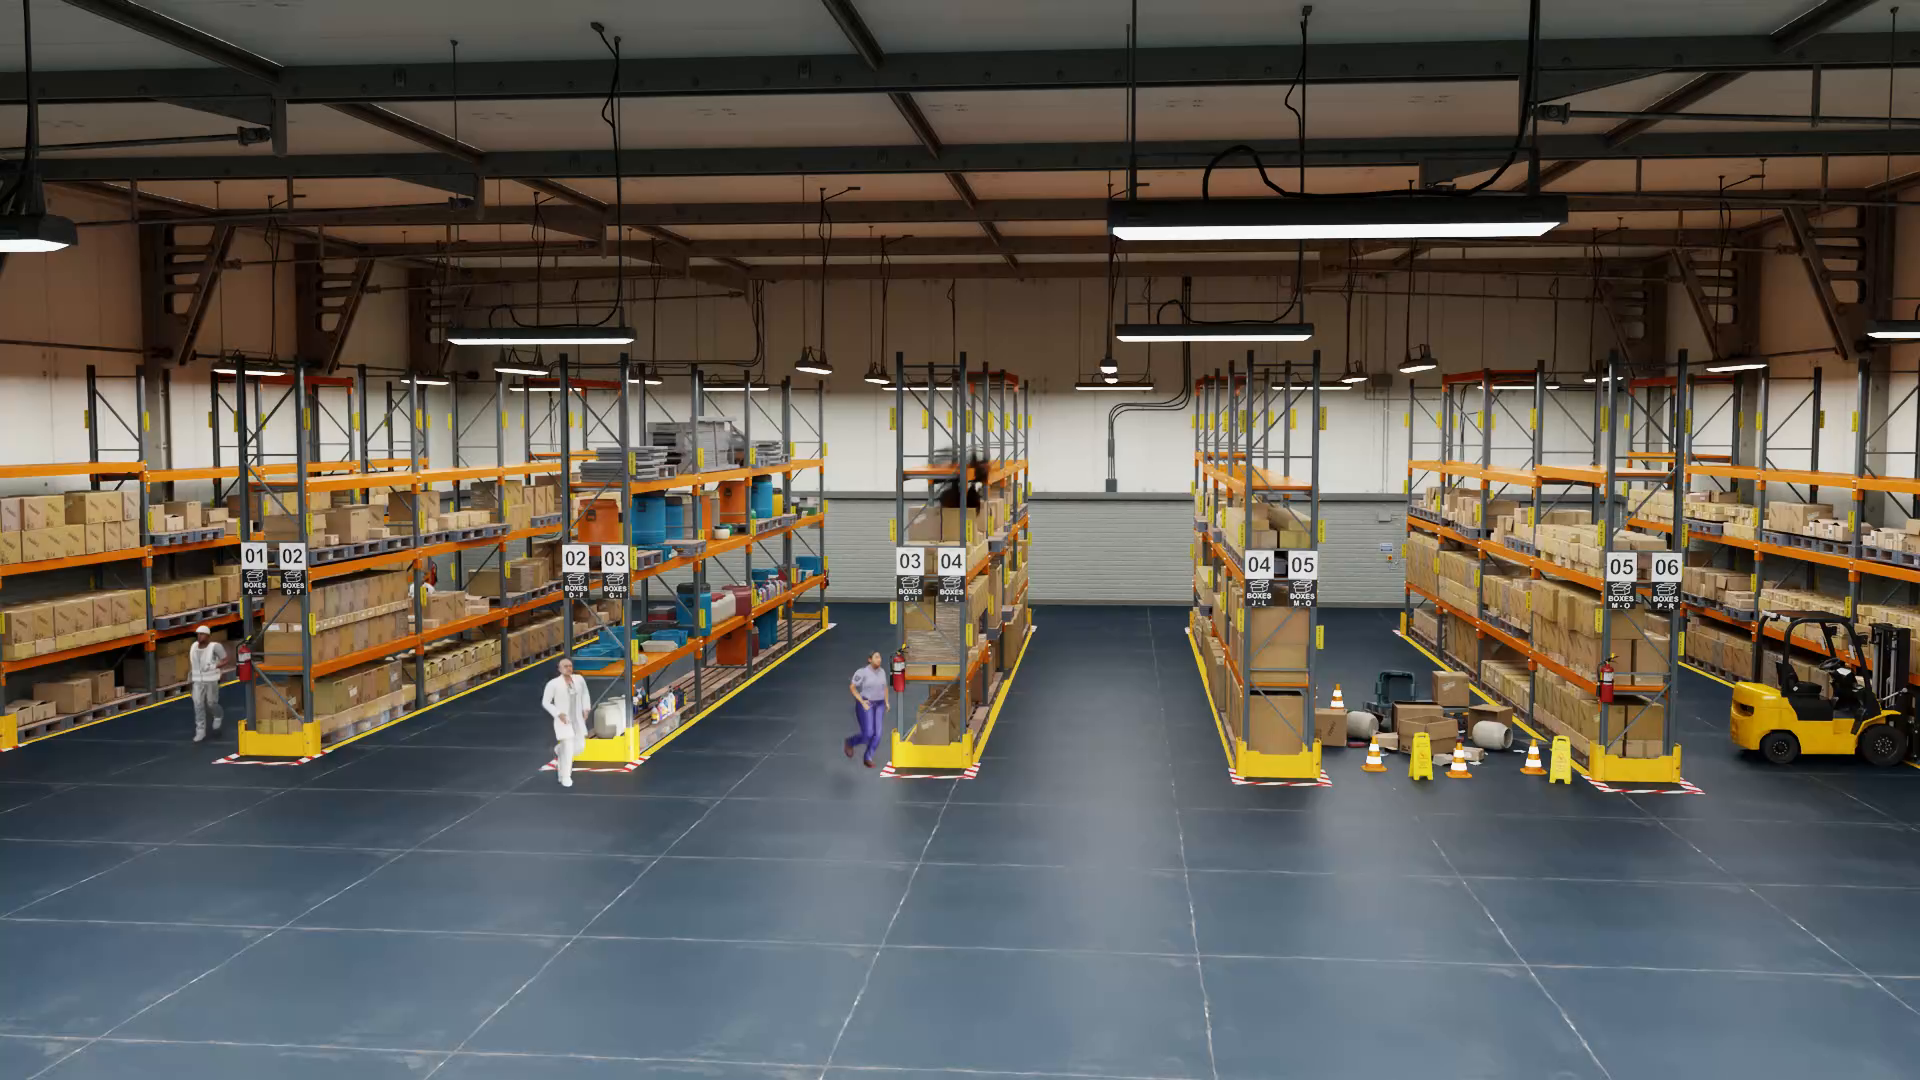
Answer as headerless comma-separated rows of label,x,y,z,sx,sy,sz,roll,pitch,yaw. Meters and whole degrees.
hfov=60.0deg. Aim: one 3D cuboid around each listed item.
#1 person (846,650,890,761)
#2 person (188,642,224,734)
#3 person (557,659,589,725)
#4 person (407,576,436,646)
person,-1.235,2.288,23.028,0.638,1.532,0.515,-4,5,-41
person,-11.954,2.329,26.391,0.507,1.436,0.749,0,4,-1
person,-5.371,2.101,22.928,0.697,0.922,0.476,-3,5,-40
person,-11.868,1.567,36.633,0.664,1.678,0.597,-1,4,-9
